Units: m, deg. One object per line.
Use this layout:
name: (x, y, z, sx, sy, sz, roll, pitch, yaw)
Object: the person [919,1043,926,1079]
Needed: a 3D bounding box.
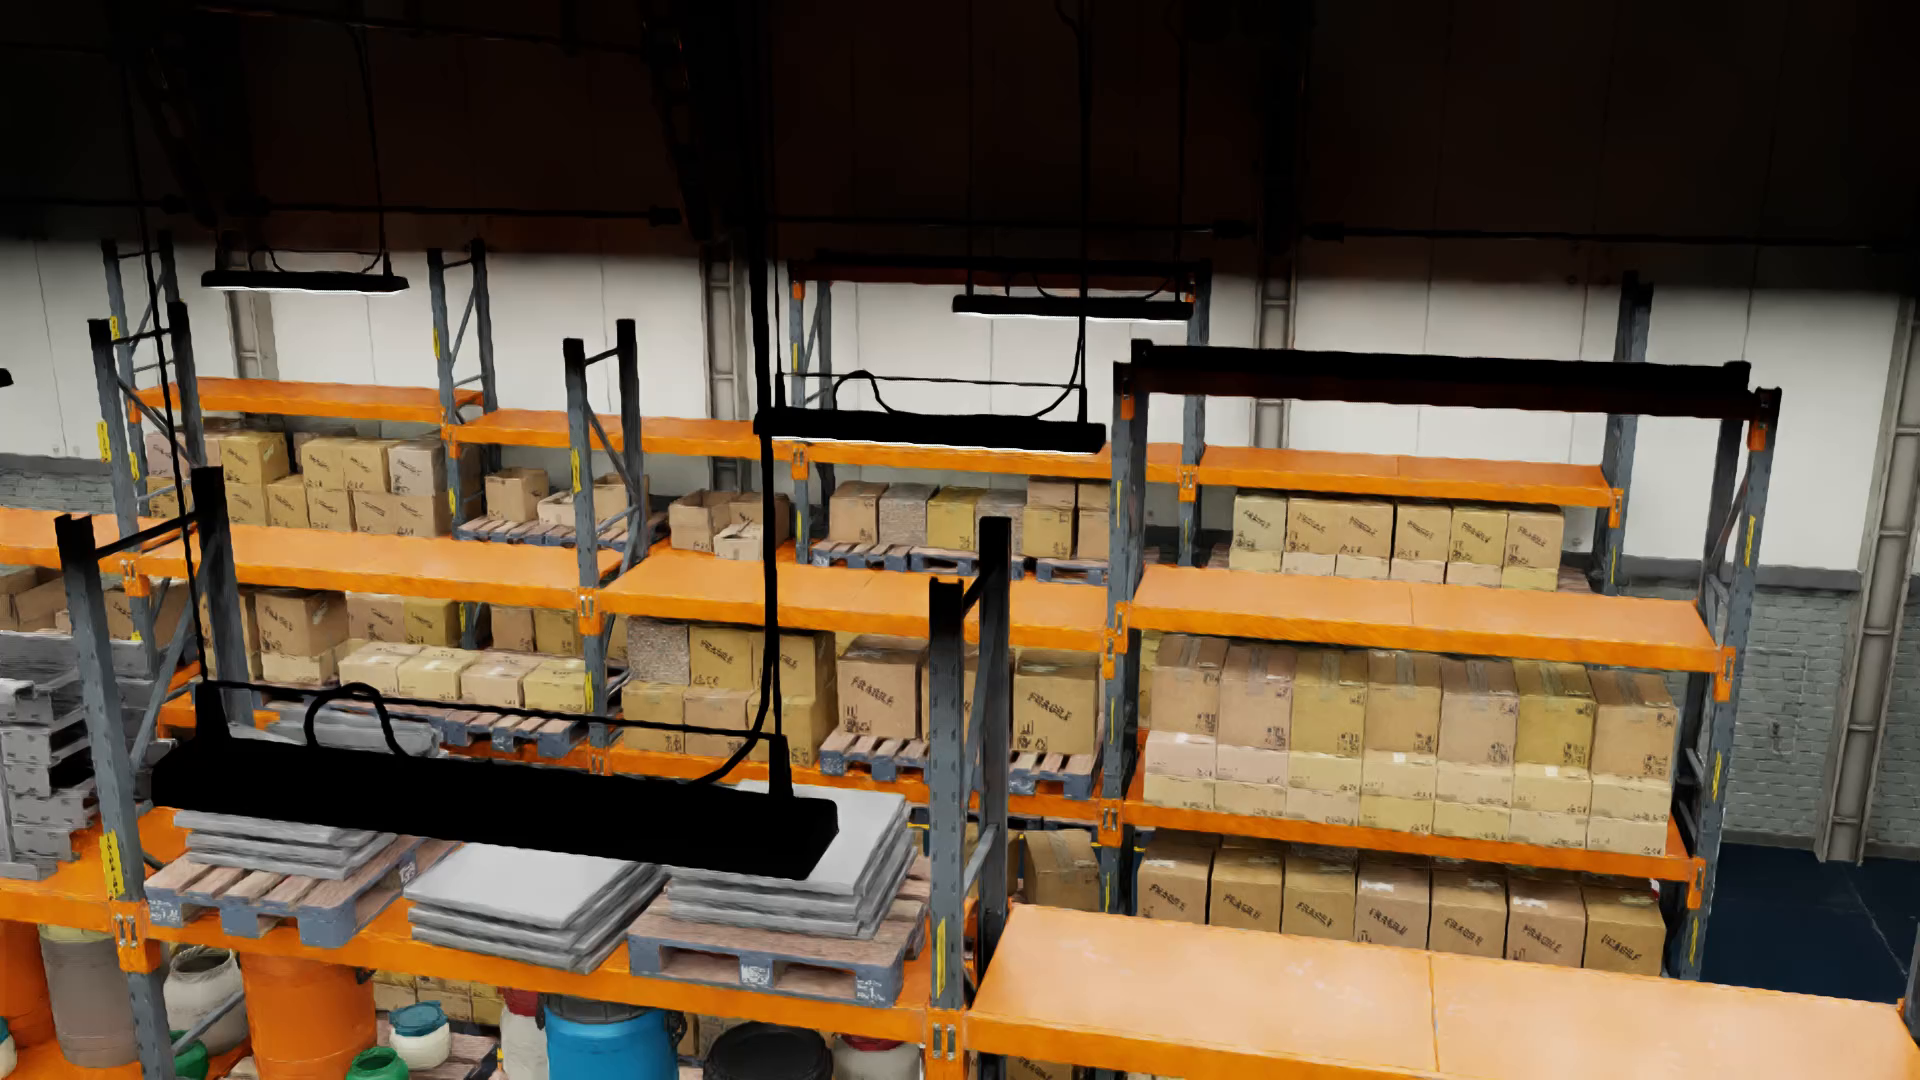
person: (-0.469, 3.900, 11.819, 0.674, 1.769, 0.400, -1, 16, -5)
